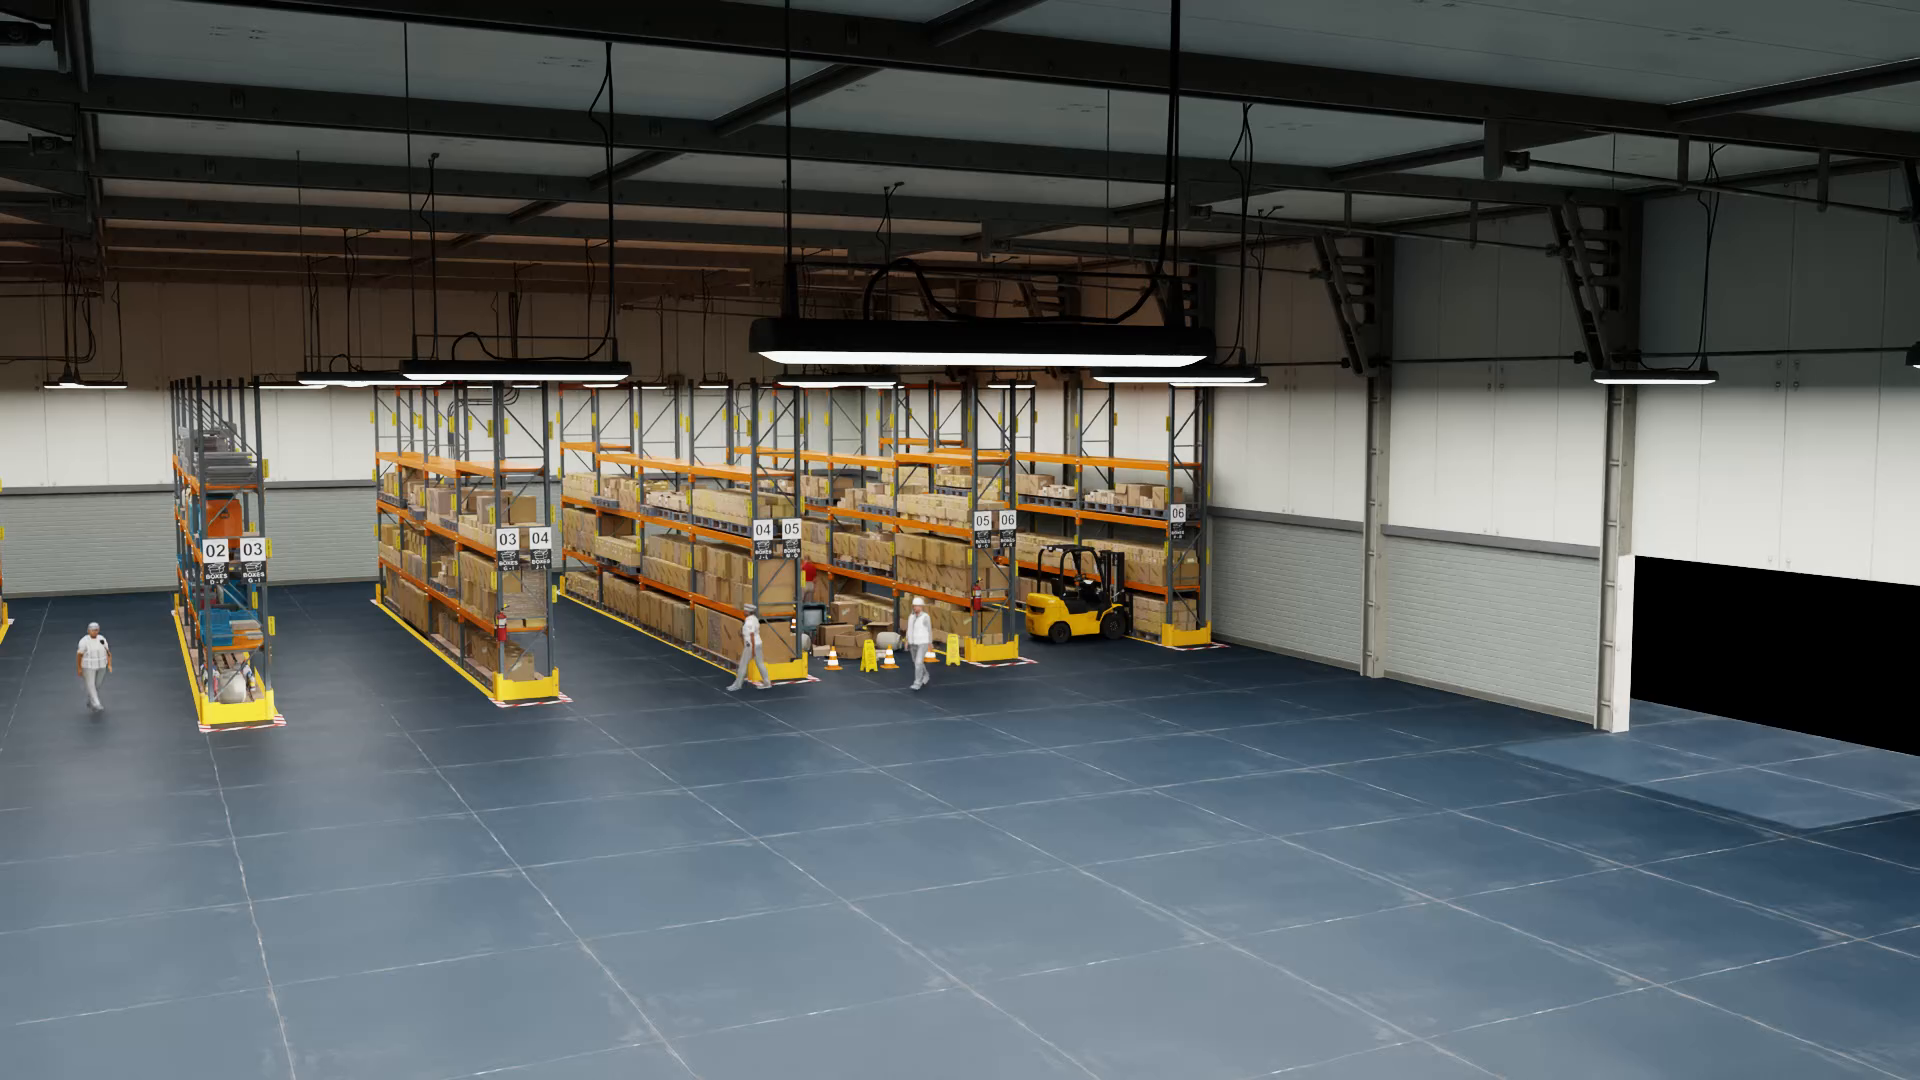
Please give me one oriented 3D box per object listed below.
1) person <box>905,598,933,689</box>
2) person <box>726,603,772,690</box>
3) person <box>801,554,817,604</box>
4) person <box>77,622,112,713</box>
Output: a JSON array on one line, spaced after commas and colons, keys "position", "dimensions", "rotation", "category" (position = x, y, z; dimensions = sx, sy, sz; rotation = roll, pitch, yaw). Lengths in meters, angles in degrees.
[{"position": [-0.787, 1.988, 32.184], "dimensions": [0.536, 1.760, 0.836], "rotation": [4, 7, 41], "category": "person"}, {"position": [-4.033, 2.049, 31.964], "dimensions": [0.821, 1.647, 0.516], "rotation": [2, 5, 18], "category": "person"}, {"position": [-3.781, 1.213, 41.003], "dimensions": [0.570, 1.718, 0.471], "rotation": [-4, 6, -35], "category": "person"}, {"position": [-15.396, 2.268, 29.615], "dimensions": [1.052, 1.601, 0.529], "rotation": [3, 6, 33], "category": "person"}]
